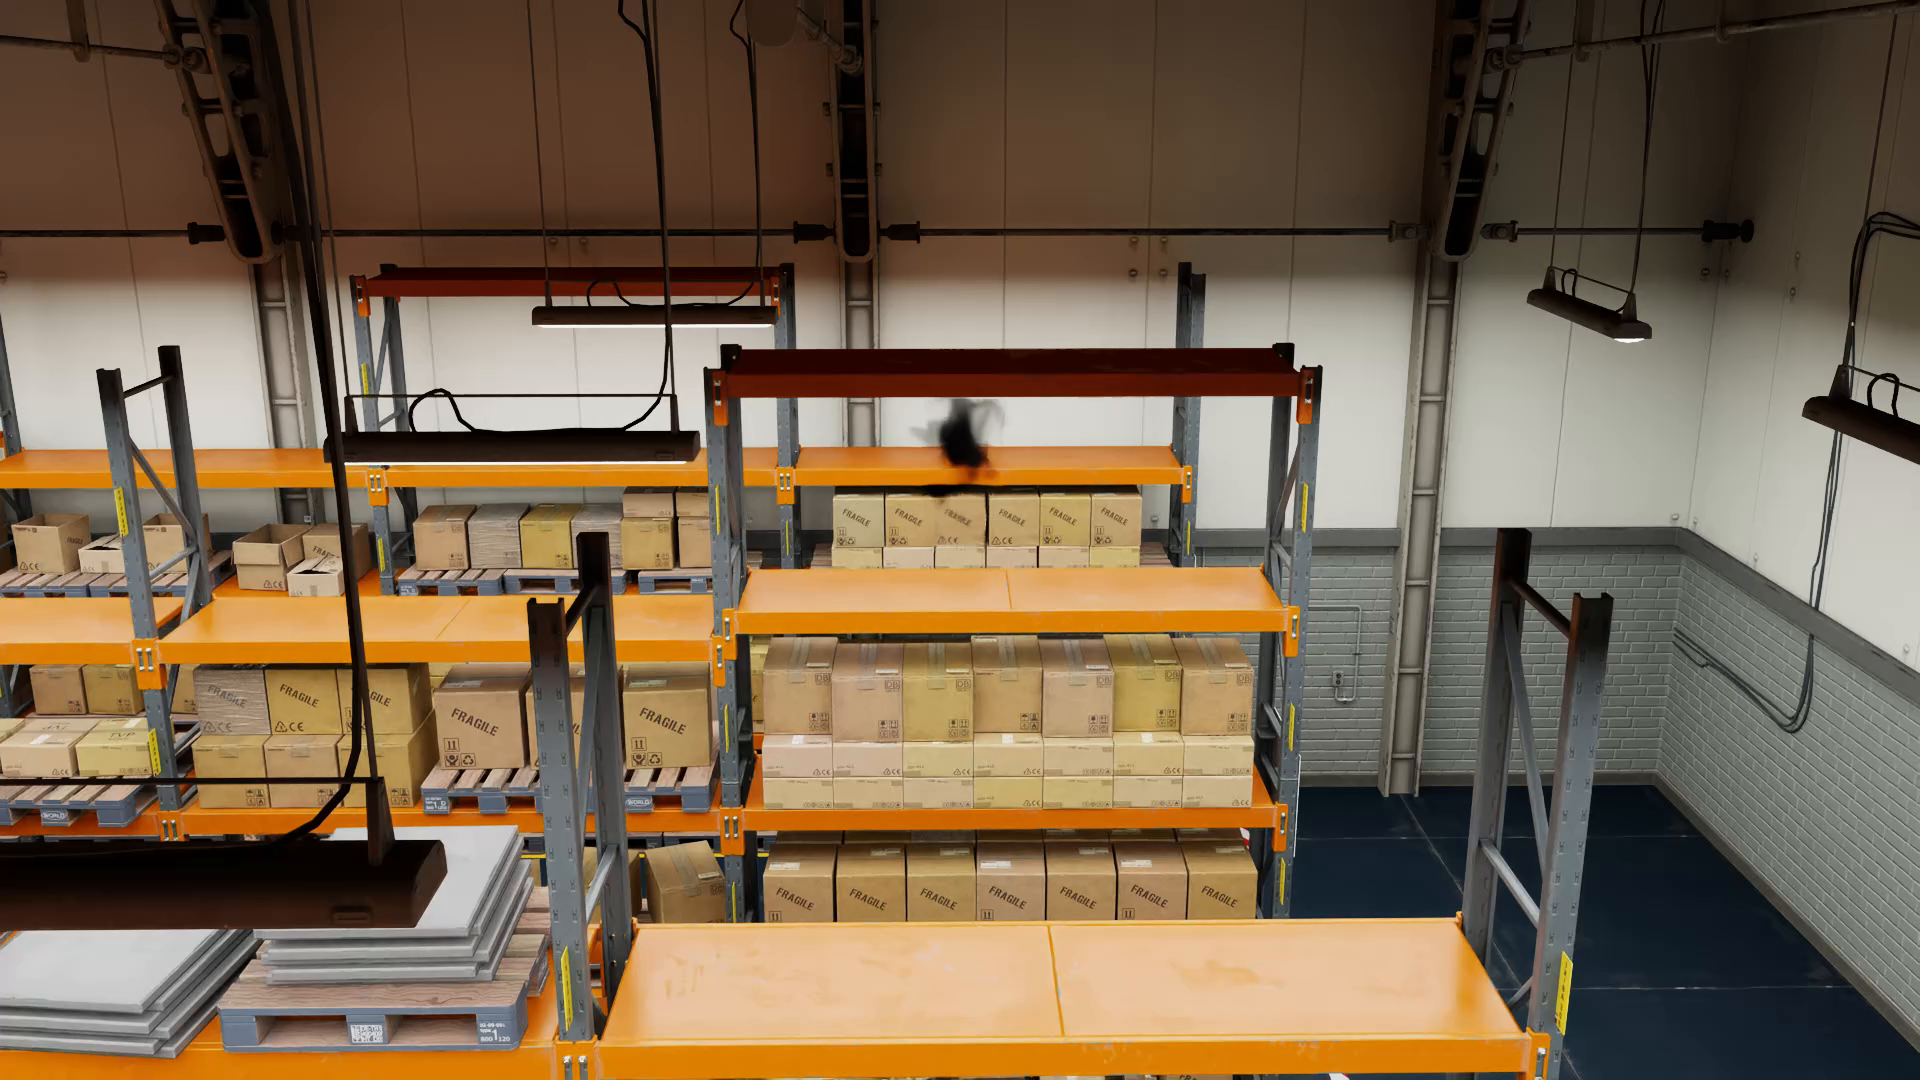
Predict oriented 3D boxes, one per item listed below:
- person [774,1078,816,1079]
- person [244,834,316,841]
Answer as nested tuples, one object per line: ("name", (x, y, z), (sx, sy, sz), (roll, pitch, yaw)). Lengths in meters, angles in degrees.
("person", (-1.094, 4.218, 10.926), (0.582, 1.736, 0.656), (-3, 16, -11))
("person", (-6.053, 2.990, 15.013), (1.065, 1.763, 0.700), (-2, 16, -6))
